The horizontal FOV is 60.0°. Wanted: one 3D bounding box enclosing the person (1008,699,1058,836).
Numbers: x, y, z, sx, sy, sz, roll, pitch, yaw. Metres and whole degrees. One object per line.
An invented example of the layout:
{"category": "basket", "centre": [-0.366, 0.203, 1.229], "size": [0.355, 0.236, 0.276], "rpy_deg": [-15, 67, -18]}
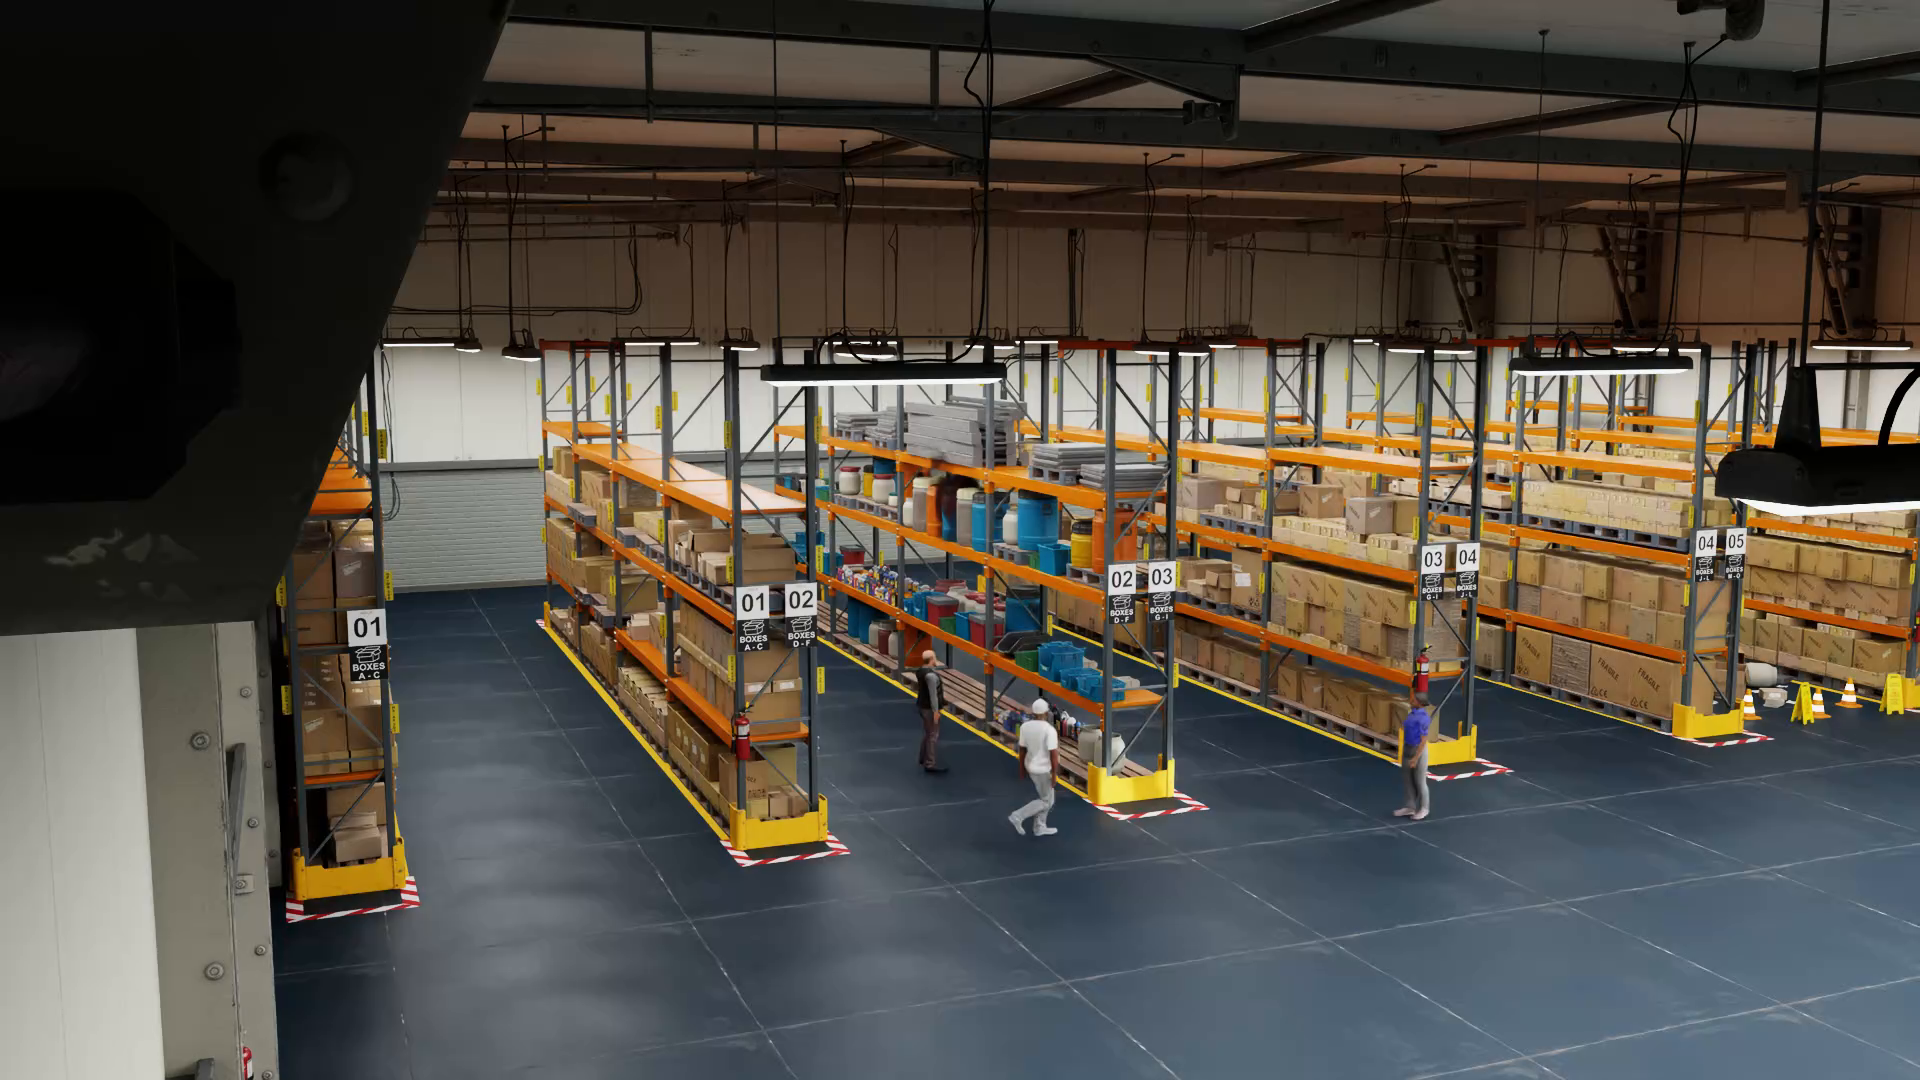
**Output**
{"category": "person", "centre": [0.904, 2.810, 20.403], "size": [0.668, 1.740, 0.579], "rpy_deg": [-1, 8, -10]}

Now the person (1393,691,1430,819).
{"category": "person", "centre": [5.826, 2.759, 21.320], "size": [0.483, 1.650, 0.479], "rpy_deg": [-5, 9, -33]}

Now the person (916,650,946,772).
{"category": "person", "centre": [-0.415, 2.445, 23.624], "size": [0.362, 1.777, 0.590], "rpy_deg": [-3, 8, -19]}
